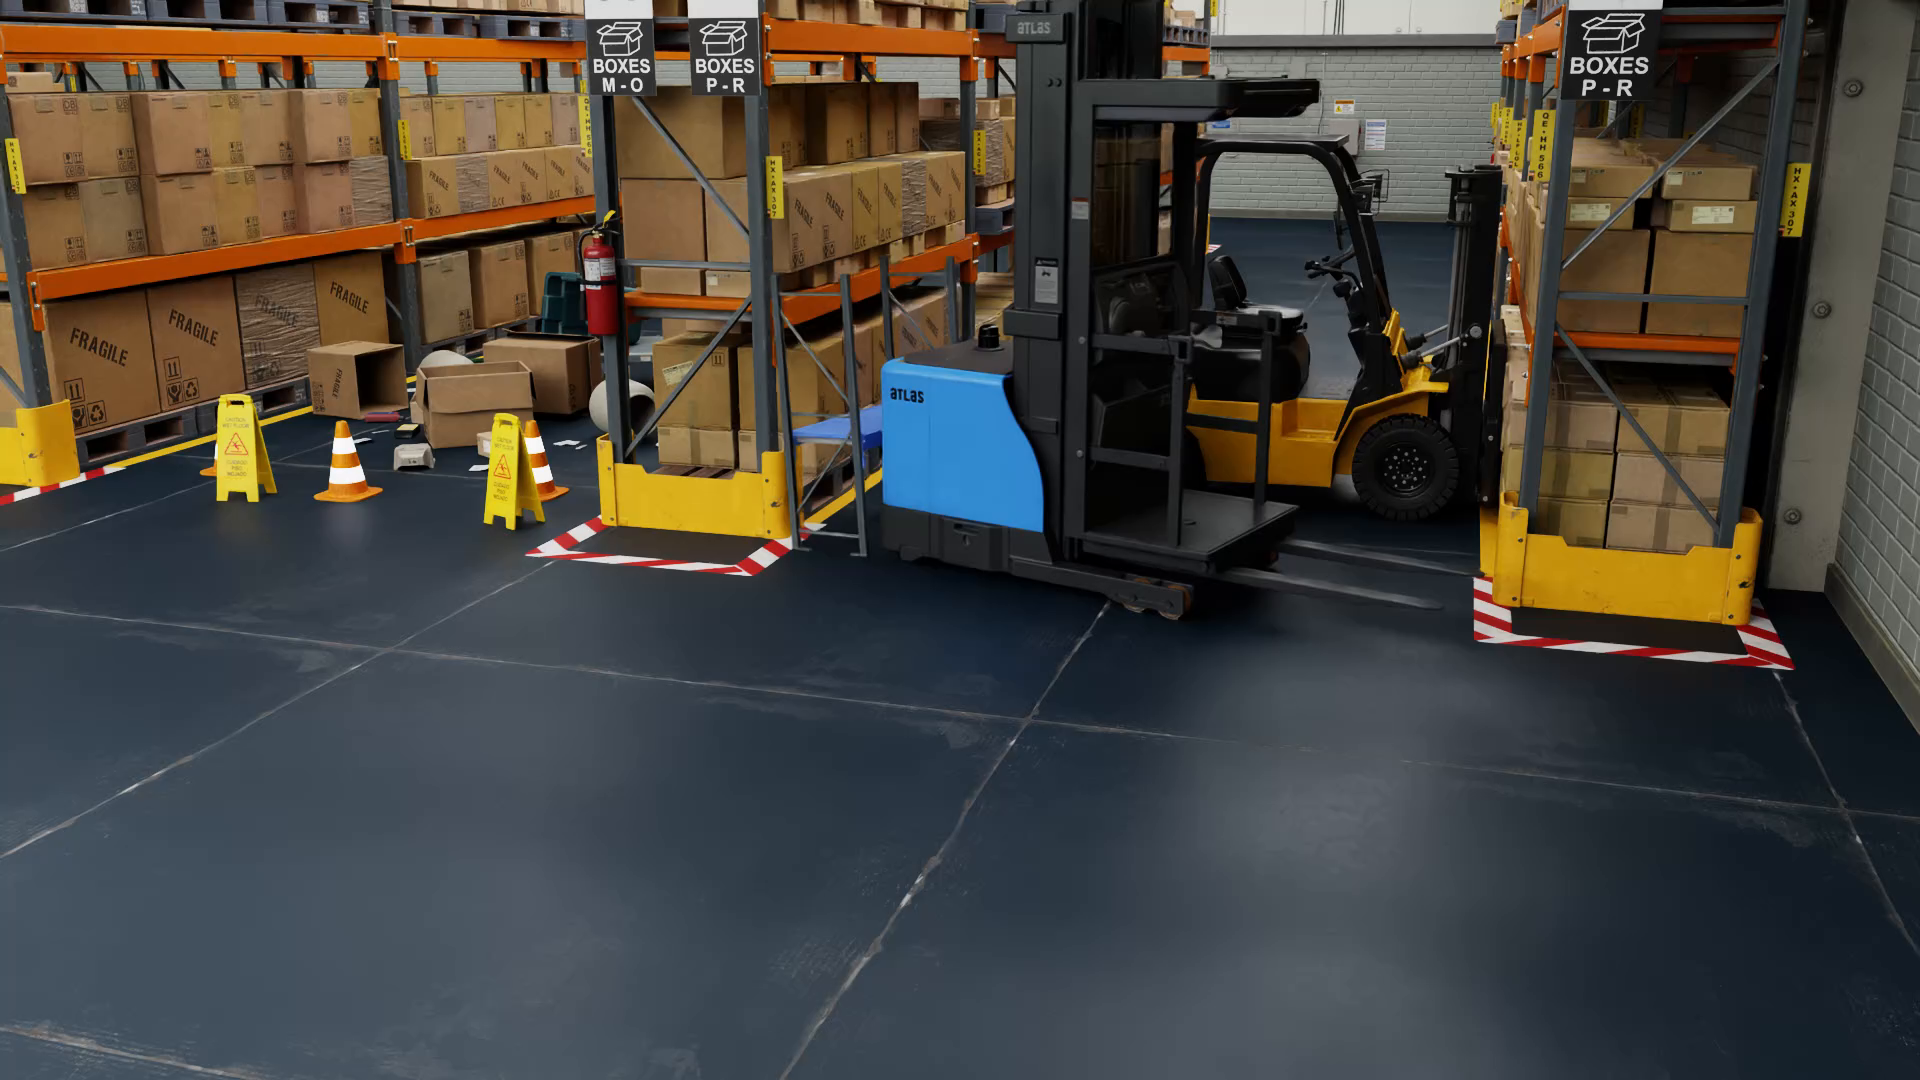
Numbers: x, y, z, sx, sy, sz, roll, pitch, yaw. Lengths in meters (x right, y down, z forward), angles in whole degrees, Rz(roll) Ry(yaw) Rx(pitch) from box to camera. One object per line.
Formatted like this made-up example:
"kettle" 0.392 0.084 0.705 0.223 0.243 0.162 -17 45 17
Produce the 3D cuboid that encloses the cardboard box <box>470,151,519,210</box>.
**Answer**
"cardboard box" -4.458 -3.344 15.439 0.500 0.500 0.500 5 16 16

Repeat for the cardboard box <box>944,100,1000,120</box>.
"cardboard box" 0.094 -3.360 12.992 0.380 0.149 0.250 5 16 16

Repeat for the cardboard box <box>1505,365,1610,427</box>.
"cardboard box" 3.216 -0.768 8.976 0.500 0.250 0.500 5 17 17

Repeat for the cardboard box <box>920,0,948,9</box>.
"cardboard box" -0.388 -3.805 11.479 0.500 0.250 0.500 4 16 15

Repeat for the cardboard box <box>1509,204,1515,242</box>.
"cardboard box" 4.412 -2.387 12.524 0.500 0.250 0.500 5 16 16

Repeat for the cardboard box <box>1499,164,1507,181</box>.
"cardboard box" 5.337 -3.505 15.879 0.380 0.149 0.250 5 17 17

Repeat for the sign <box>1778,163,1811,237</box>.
"sign" 3.776 -1.539 7.526 0.100 0.325 0.005 5 16 16

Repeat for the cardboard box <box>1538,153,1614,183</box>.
"cardboard box" 3.343 -2.016 9.022 0.380 0.149 0.250 5 17 17

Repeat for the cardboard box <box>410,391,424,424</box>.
"cardboard box" -3.876 -1.009 12.399 0.396 0.266 0.258 8 18 25

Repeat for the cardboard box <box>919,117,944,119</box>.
"cardboard box" -0.327 -3.221 13.690 0.500 0.500 0.500 5 17 16

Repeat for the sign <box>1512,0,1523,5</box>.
"sign" 4.999 -4.956 14.861 0.100 0.325 0.005 5 16 16

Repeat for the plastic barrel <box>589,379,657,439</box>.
"plastic barrel" -2.380 -0.931 11.836 0.421 0.421 0.512 -10 19 -32

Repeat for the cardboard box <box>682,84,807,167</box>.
"cardboard box" -1.382 -2.609 10.469 0.700 0.500 0.500 4 16 15

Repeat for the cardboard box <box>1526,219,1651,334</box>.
"cardboard box" 3.133 -1.326 8.324 0.500 0.500 0.500 4 16 15

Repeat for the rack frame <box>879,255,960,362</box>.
"rack frame" -0.207 -0.896 9.684 0.500 1.500 0.032 5 16 32

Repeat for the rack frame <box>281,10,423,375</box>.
"rack frame" -5.153 -2.917 14.115 1.000 3.000 0.127 5 16 16

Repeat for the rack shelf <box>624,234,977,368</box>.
"rack shelf" -0.947 -1.690 11.108 1.077 0.370 4.000 5 16 16

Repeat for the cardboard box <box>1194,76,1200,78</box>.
"cardboard box" 3.080 -6.288 22.798 0.380 0.149 0.250 4 16 15

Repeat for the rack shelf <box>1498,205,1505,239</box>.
"rack shelf" 6.087 -3.399 17.134 1.077 0.370 4.000 5 16 16

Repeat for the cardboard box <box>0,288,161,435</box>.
"cardboard box" -6.160 -1.233 11.302 0.875 0.875 0.875 5 17 16

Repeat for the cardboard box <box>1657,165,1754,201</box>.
"cardboard box" 3.545 -1.703 7.921 0.380 0.149 0.250 4 16 15

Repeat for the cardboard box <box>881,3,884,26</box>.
"cardboard box" -0.706 -3.378 10.706 0.380 0.149 0.250 4 16 15

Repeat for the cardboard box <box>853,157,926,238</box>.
"cardboard box" -0.549 -2.344 11.367 0.500 0.500 0.500 5 17 17

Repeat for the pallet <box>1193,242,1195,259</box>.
"pallet" 2.880 -4.142 23.545 1.003 0.211 1.213 5 16 16

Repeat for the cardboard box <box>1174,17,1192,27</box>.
"cardboard box" 2.948 -7.030 22.629 0.380 0.149 0.250 3 16 12

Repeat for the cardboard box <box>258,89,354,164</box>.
"cardboard box" -5.336 -3.262 13.077 0.875 0.550 0.550 5 16 16

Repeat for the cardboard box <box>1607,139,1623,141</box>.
"cardboard box" 5.653 -3.404 14.462 0.380 0.149 0.250 5 17 17

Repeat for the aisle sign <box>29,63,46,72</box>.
"aisle sign" -16.228 -8.528 29.133 0.394 0.787 0.004 5 16 16

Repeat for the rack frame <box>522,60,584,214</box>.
"rack frame" -6.469 -6.467 26.633 1.000 3.000 0.127 5 16 16

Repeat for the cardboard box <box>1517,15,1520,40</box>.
"cardboard box" 5.574 -4.877 15.806 0.500 0.250 0.500 5 16 16

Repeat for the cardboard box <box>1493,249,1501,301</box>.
"cardboard box" 5.861 -2.753 17.350 0.500 0.500 0.500 4 16 14

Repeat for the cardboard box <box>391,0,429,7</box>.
"cardboard box" -4.742 -4.684 14.142 0.258 0.266 0.396 4 16 15

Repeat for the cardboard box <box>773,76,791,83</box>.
"cardboard box" -2.518 -5.781 21.653 0.500 0.500 0.500 5 17 17

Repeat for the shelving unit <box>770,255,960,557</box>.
"shelving unit" -0.475 -0.778 9.269 0.538 1.500 1.048 5 16 32

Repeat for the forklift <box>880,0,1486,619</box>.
"forklift" 1.076 -1.193 8.164 3.031 2.935 1.130 10 19 33

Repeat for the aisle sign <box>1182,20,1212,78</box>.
"aisle sign" 3.350 -6.944 23.551 0.394 0.787 0.004 5 16 16

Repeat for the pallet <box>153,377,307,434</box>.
"pallet" -5.789 -1.062 12.687 1.003 0.211 1.213 5 16 16

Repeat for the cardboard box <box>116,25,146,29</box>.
"cardboard box" -8.916 -5.340 17.436 0.500 0.250 0.500 5 17 17

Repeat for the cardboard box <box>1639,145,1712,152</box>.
"cardboard box" 4.303 -2.302 10.032 0.380 0.149 0.250 4 16 15

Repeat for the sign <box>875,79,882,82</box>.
"sign" -1.216 -6.717 24.812 0.100 0.325 0.005 5 16 16

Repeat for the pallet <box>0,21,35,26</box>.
"pallet" -9.602 -4.834 15.721 1.213 0.211 1.003 5 16 16

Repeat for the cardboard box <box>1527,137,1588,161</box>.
"cardboard box" 4.007 -2.618 11.146 0.380 0.149 0.250 5 17 17

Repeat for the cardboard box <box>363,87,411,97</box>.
"cardboard box" -7.780 -5.784 22.202 0.797 0.503 0.637 4 16 14

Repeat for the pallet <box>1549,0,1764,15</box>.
"pallet" 3.816 -3.032 9.189 1.003 0.211 1.213 5 16 16

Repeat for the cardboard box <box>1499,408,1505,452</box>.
"cardboard box" 3.363 -0.667 9.538 0.500 0.250 0.500 4 16 15

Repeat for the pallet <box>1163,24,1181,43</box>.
"pallet" 2.138 -6.266 20.589 1.003 0.211 1.213 5 16 16

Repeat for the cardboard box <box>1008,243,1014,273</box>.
"cardboard box" 1.034 -2.960 17.392 0.875 0.875 0.875 4 16 15

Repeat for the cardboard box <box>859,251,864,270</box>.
"cardboard box" -0.834 -1.802 10.645 0.380 0.149 0.250 5 17 18

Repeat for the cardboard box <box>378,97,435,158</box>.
"cardboard box" -5.017 -3.576 14.425 0.700 0.500 0.500 4 16 15

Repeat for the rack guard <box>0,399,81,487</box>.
"rack guard" -6.296 -0.661 10.745 1.175 0.500 0.348 5 16 16

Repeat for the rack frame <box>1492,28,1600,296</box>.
"rack frame" 6.655 -4.268 18.881 1.000 3.000 0.127 5 16 16

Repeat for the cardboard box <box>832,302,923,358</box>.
"cardboard box" -0.576 -1.357 11.511 0.500 0.500 0.500 6 17 19

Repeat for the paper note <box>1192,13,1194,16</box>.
"paper note" 2.993 -6.751 21.360 0.006 0.032 0.123 5 16 16

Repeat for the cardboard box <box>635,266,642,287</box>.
"cardboard box" -3.571 -3.128 18.671 0.500 0.500 0.500 4 16 14

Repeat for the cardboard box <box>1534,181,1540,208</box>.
"cardboard box" 3.416 -1.939 9.296 0.380 0.149 0.250 5 17 16
